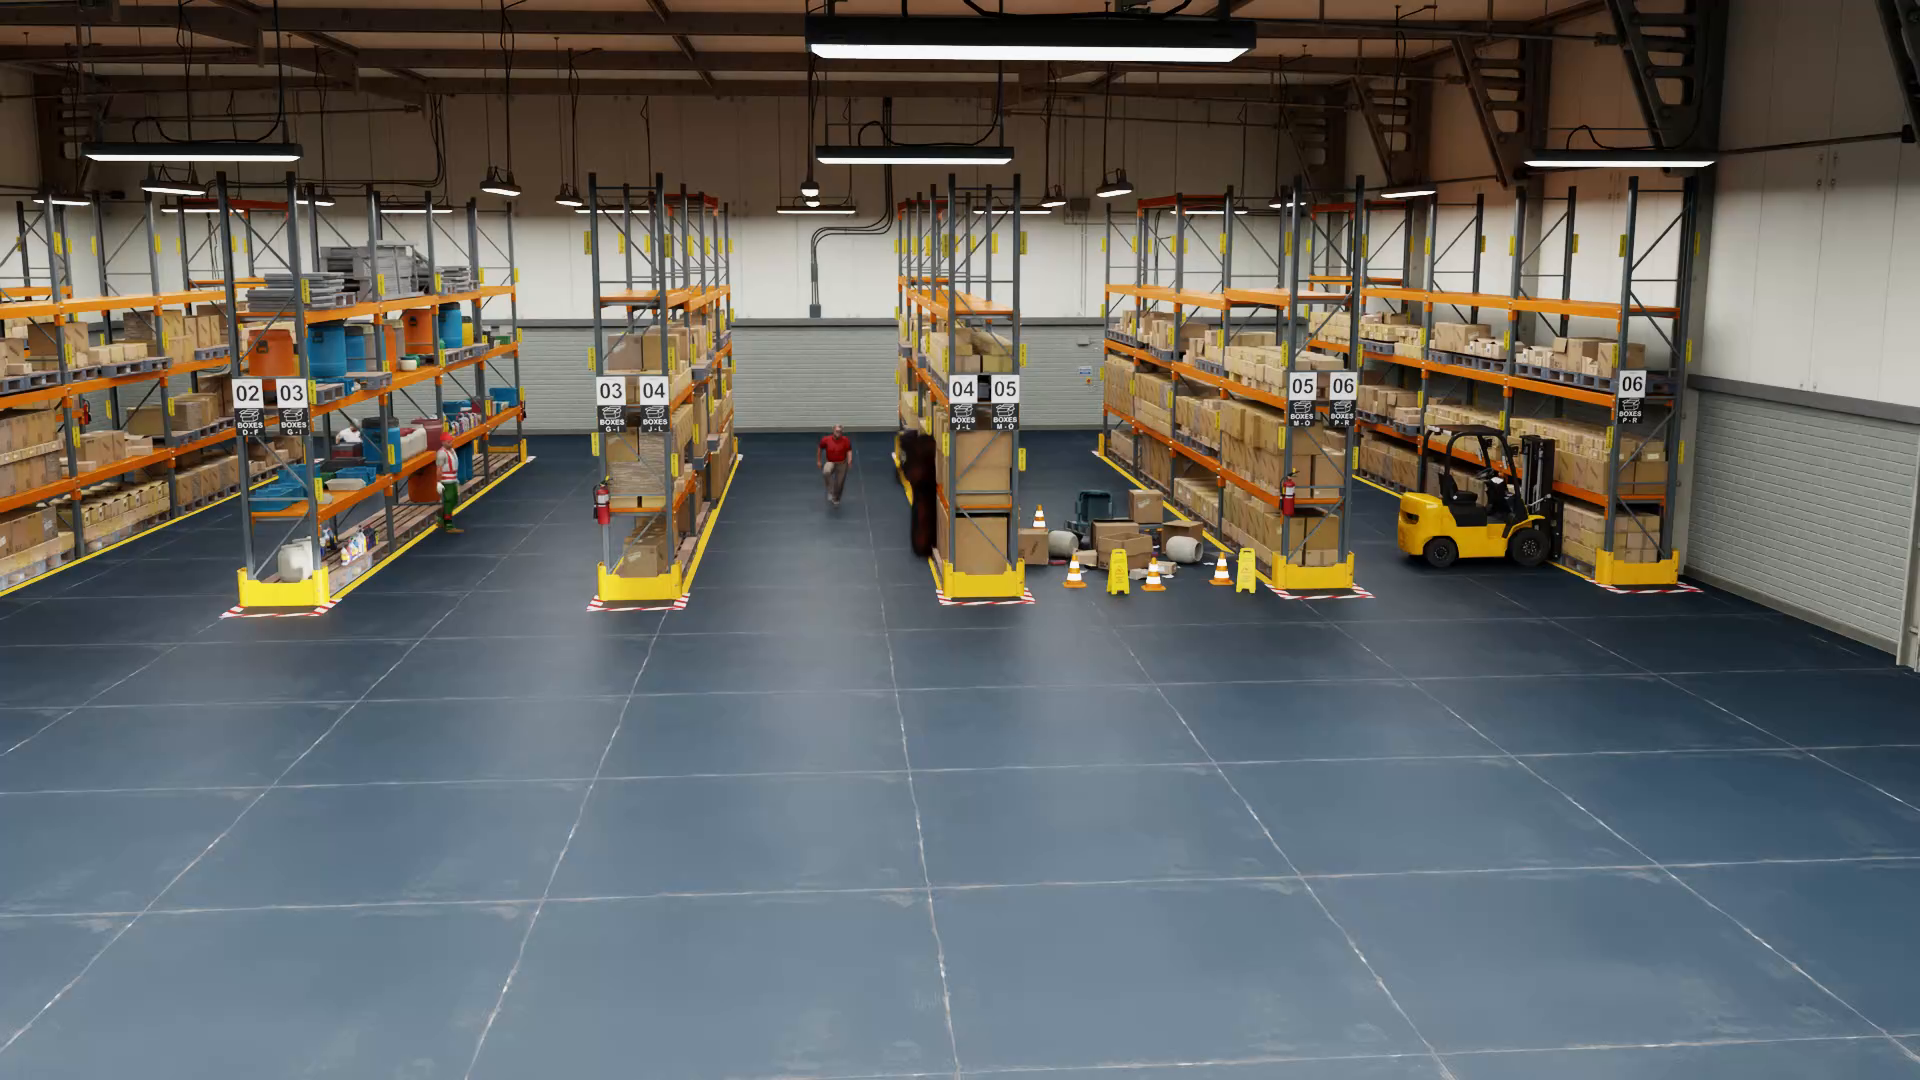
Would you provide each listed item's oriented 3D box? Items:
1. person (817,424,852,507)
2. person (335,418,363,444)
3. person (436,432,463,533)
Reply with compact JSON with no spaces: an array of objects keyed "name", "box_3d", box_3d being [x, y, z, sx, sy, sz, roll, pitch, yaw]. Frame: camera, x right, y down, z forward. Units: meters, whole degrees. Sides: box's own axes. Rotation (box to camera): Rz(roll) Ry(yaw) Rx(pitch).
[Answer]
[{"name":"person","box_3d":[-2.388,-1.404,31.755,0.667,1.639,0.996,-1,10,-5]},{"name":"person","box_3d":[-12.079,-1.619,33.014,0.641,1.611,1.028,0,10,-2]},{"name":"person","box_3d":[-9.009,-1.012,29.217,0.471,1.789,0.563,-3,10,-14]}]
